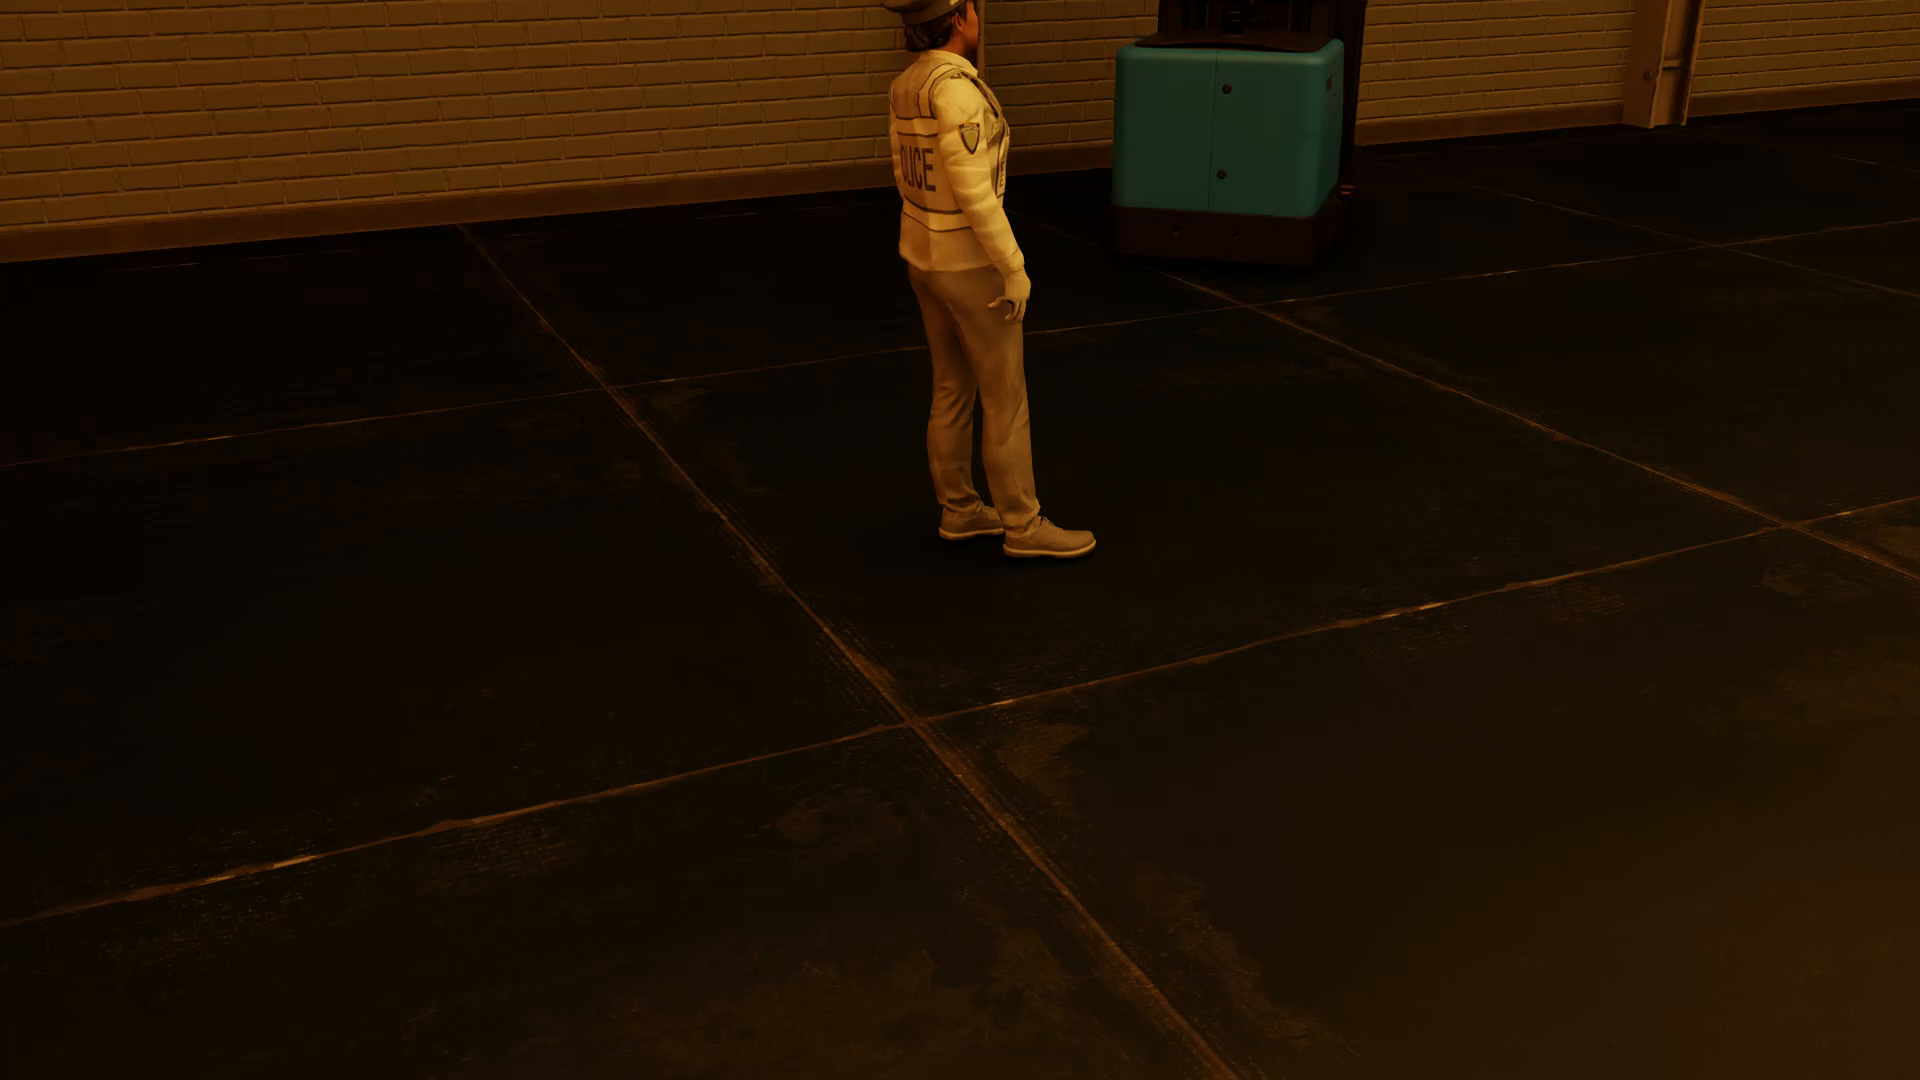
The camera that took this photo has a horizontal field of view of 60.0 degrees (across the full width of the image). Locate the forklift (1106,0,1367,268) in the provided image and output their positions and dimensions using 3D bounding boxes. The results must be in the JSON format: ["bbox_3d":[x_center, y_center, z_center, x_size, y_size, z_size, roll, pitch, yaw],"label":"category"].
[{"bbox_3d":[1.691,-3.227,9.055,1.130,2.935,3.031,7,24,17],"label":"forklift"}]

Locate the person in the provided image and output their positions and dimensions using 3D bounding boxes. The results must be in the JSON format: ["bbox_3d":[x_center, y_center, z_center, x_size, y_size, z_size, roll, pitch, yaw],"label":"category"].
[{"bbox_3d":[0.064,-0.798,4.800,0.534,1.696,0.587,-10,25,-23],"label":"person"}]
